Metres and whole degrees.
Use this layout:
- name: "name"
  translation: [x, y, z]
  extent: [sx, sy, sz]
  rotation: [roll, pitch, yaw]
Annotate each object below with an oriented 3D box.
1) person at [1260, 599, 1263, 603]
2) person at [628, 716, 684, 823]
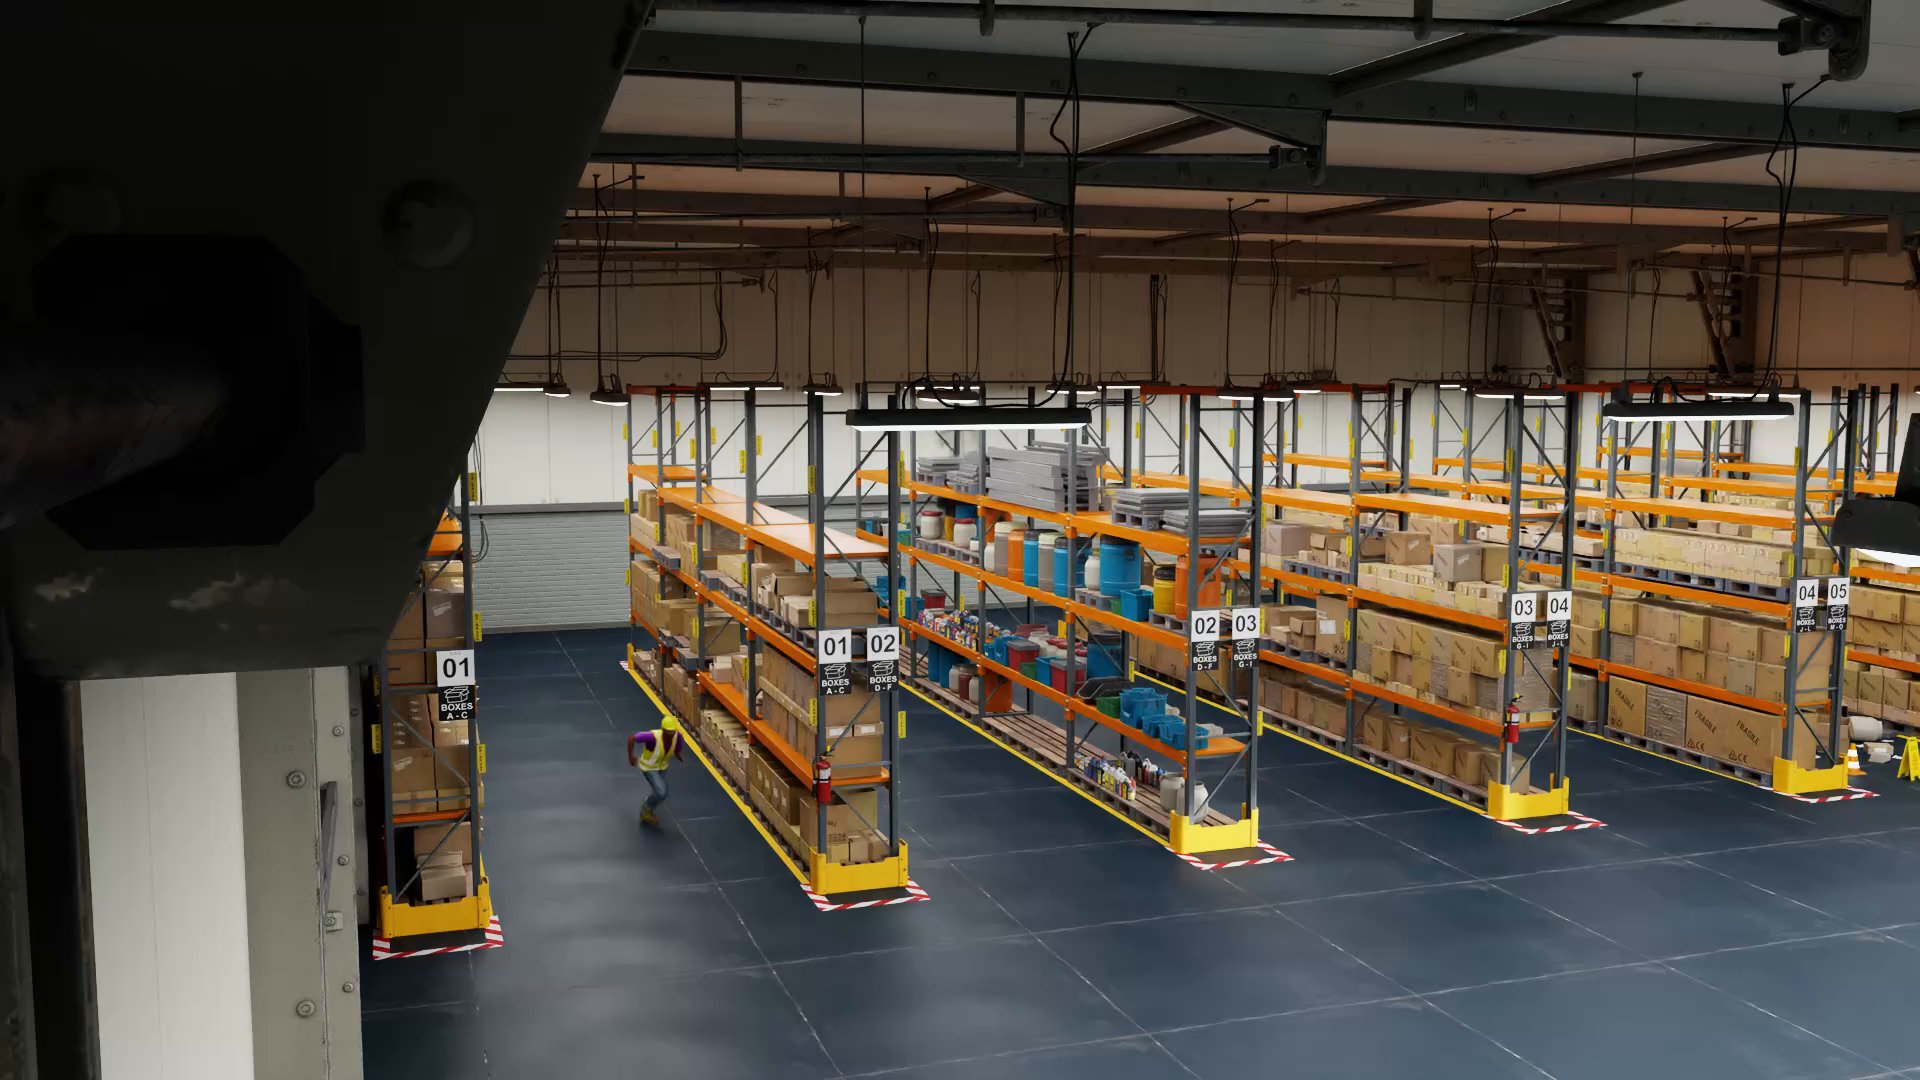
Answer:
- name: "person"
  translation: [6.135, 2.007, 34.301]
  extent: [0.616, 1.612, 0.599]
  rotation: [-3, 7, -26]
- name: "person"
  translation: [-4.184, 3.177, 22.872]
  extent: [0.893, 1.578, 0.739]
  rotation: [6, 8, 44]
